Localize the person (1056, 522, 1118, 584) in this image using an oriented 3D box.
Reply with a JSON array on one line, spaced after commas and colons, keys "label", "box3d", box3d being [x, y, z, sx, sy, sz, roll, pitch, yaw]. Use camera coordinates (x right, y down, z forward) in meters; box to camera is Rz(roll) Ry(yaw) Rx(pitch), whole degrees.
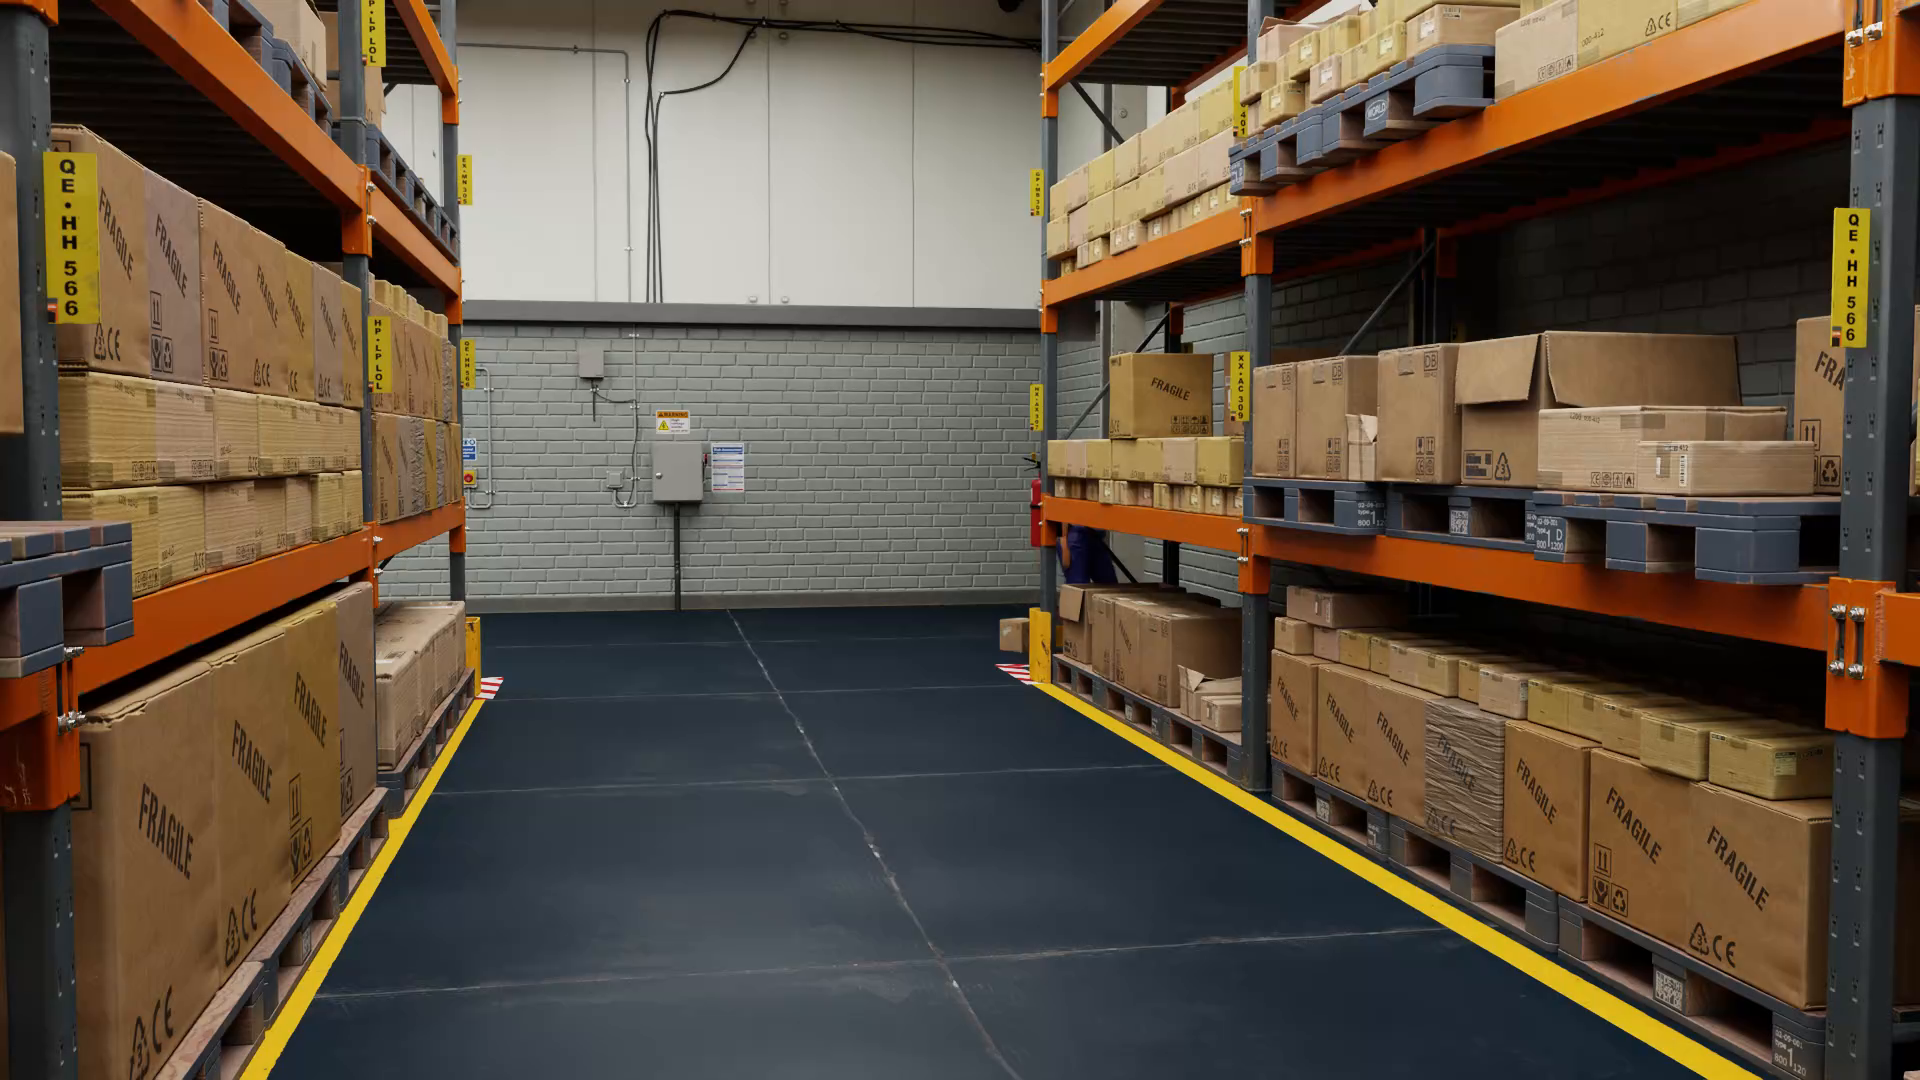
[{"label": "person", "box3d": [0.971, 0.067, 13.364, 0.507, 1.633, 0.499, -3, 4, -43]}]
